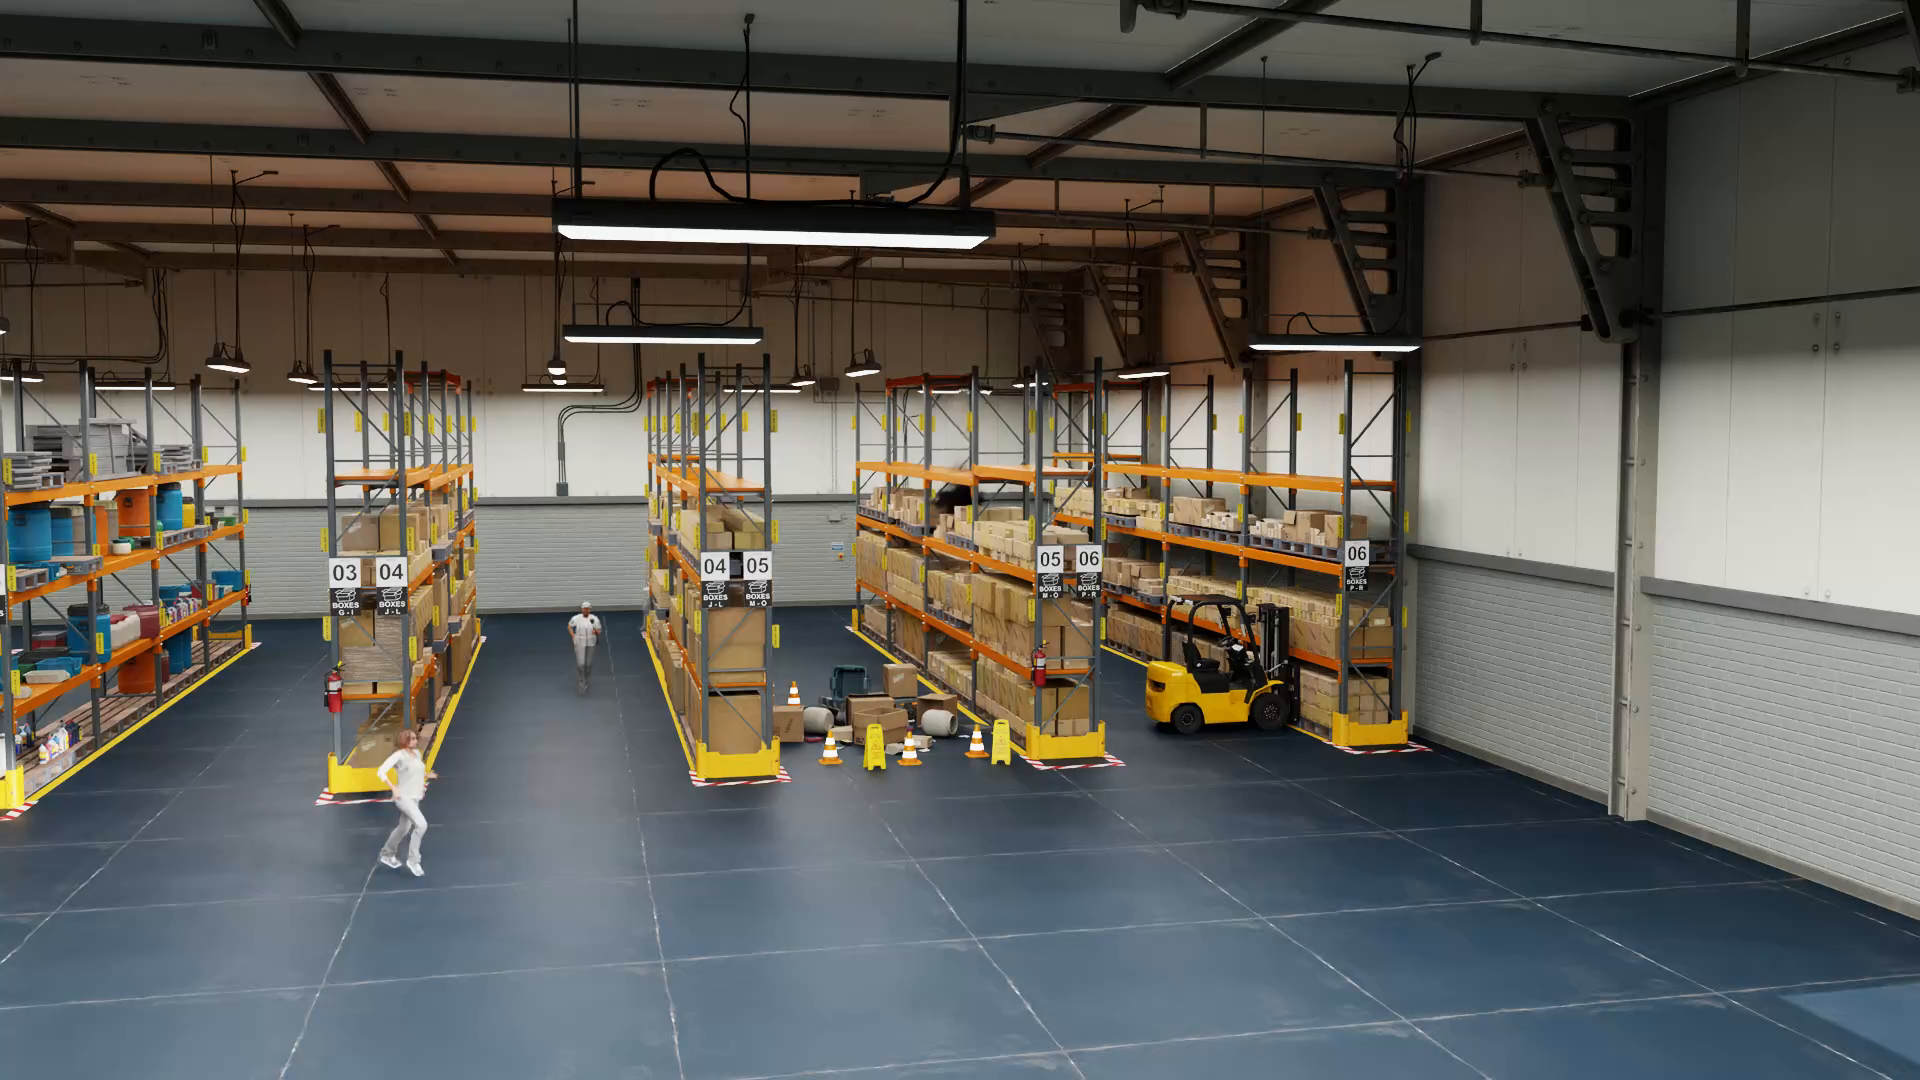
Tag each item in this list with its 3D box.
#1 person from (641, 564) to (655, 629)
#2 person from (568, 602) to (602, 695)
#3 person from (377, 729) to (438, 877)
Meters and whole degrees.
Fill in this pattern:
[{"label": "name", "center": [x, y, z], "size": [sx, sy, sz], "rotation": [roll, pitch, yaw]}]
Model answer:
[{"label": "person", "center": [-7.408, 1.411, 40.423], "size": [0.760, 1.698, 0.739], "rotation": [-1, 4, -17]}, {"label": "person", "center": [-7.006, 2.016, 31.147], "size": [0.588, 1.731, 0.748], "rotation": [-2, 4, -23]}, {"label": "person", "center": [-6.157, 2.920, 18.523], "size": [0.714, 1.639, 0.514], "rotation": [1, 4, 10]}]
